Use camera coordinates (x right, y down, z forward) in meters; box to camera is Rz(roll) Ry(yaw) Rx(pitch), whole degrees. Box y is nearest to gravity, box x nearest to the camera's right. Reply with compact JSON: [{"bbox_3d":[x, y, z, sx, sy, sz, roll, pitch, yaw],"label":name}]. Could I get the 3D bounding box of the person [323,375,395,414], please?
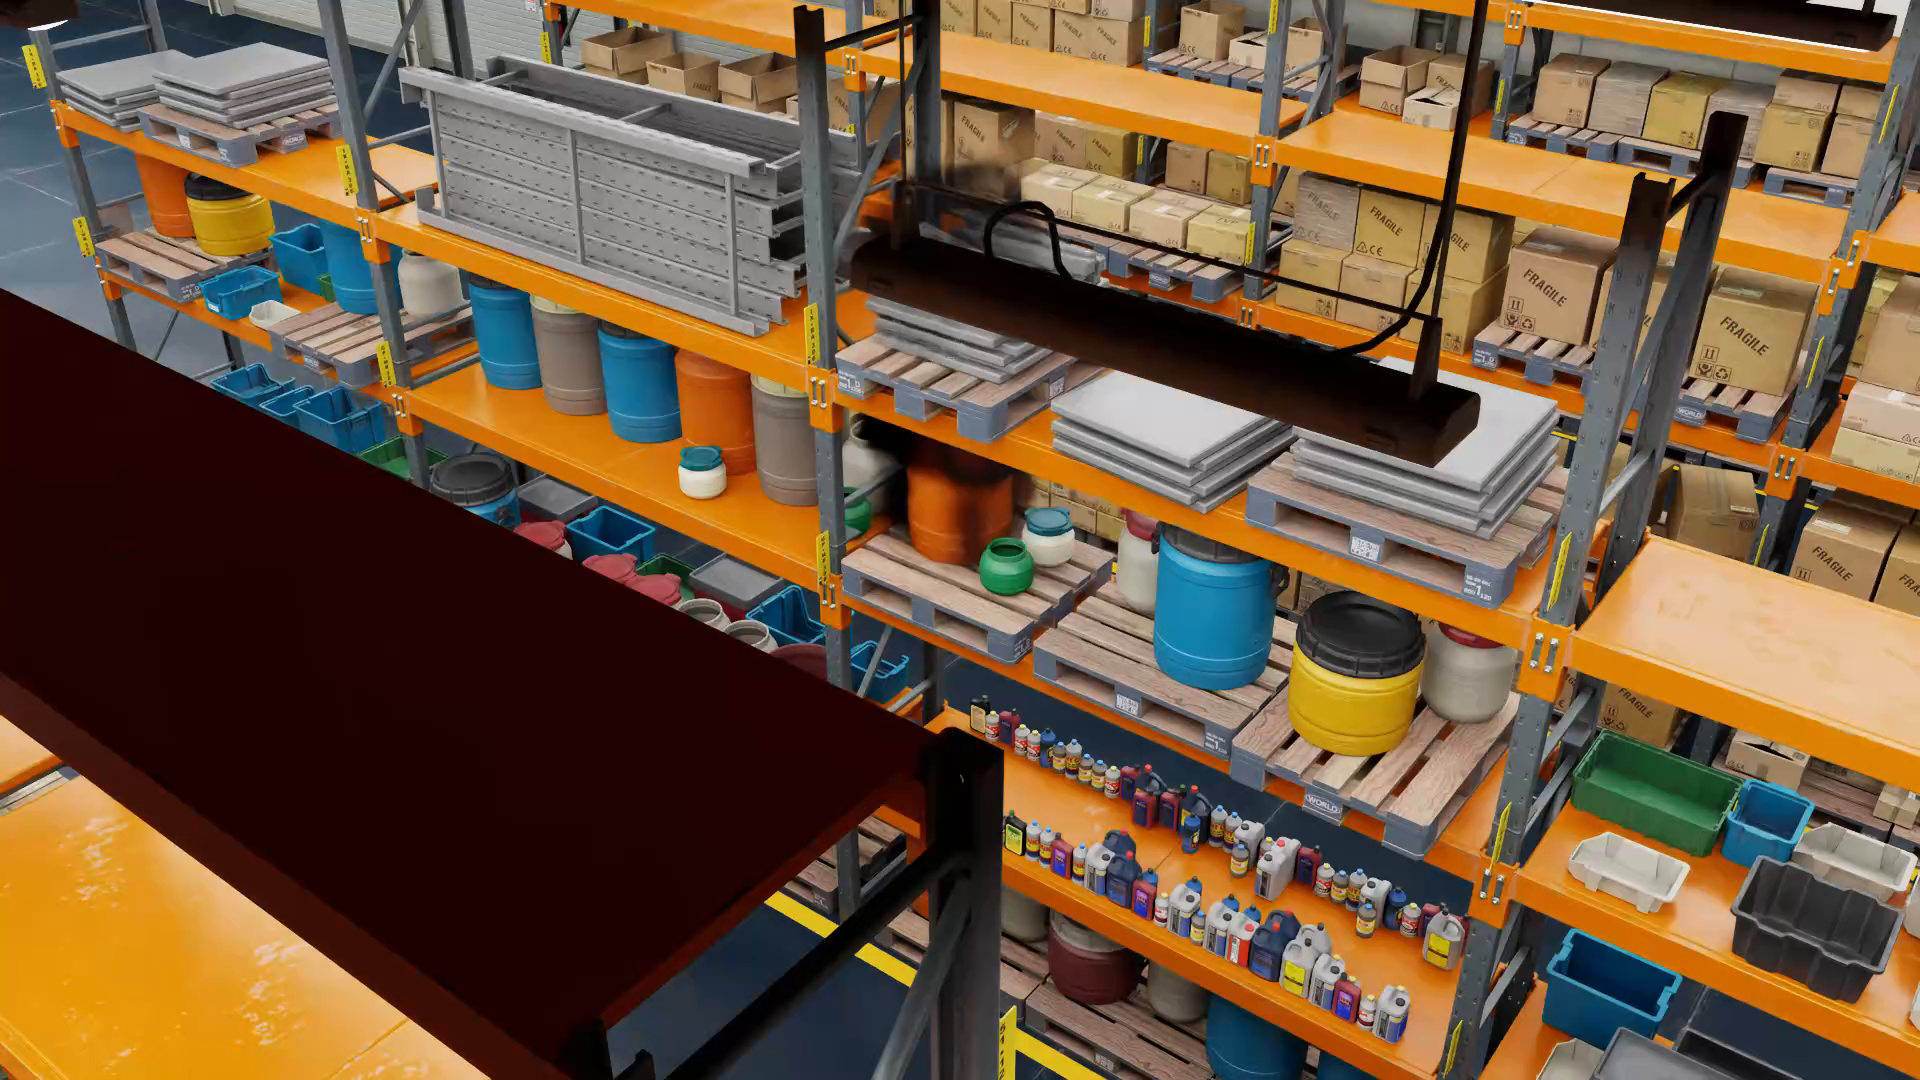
[{"bbox_3d":[-6.268,-1.913,16.903,0.583,1.585,0.787,16,35,25],"label":"person"}]
